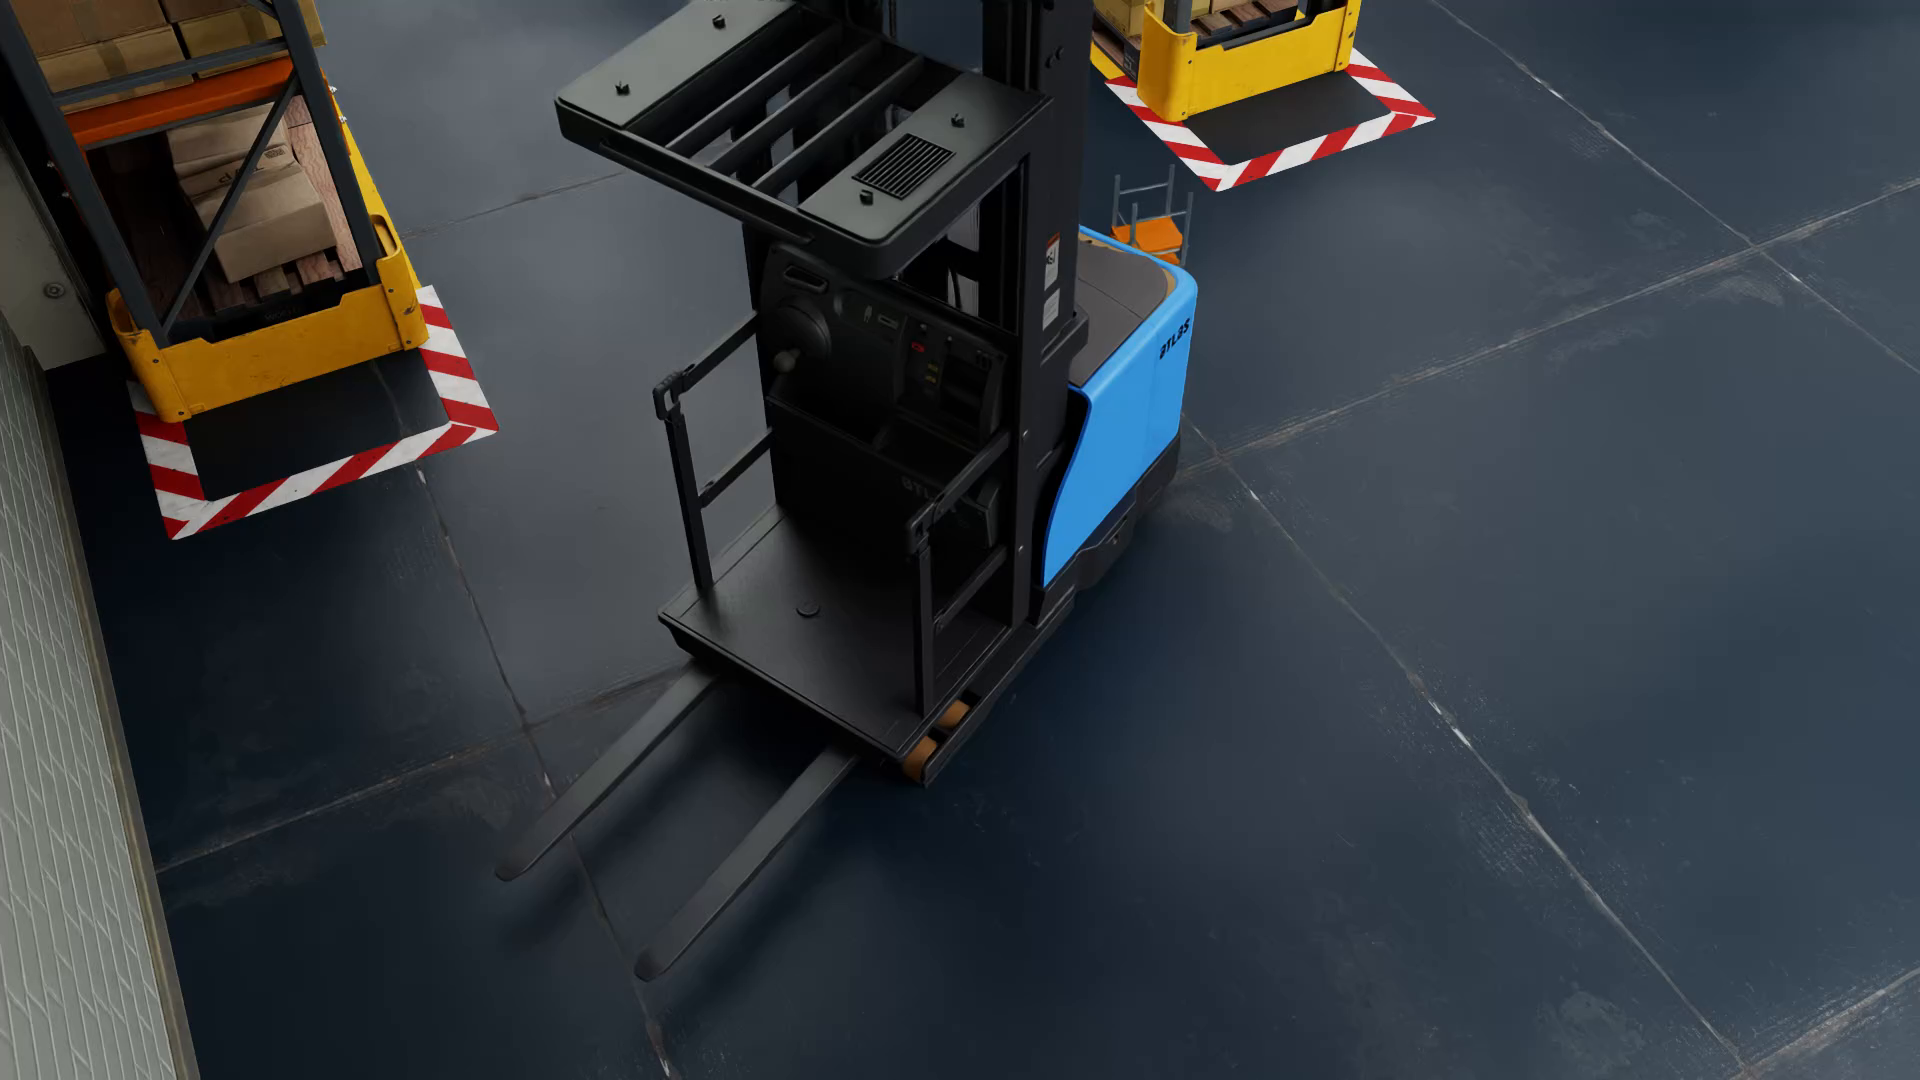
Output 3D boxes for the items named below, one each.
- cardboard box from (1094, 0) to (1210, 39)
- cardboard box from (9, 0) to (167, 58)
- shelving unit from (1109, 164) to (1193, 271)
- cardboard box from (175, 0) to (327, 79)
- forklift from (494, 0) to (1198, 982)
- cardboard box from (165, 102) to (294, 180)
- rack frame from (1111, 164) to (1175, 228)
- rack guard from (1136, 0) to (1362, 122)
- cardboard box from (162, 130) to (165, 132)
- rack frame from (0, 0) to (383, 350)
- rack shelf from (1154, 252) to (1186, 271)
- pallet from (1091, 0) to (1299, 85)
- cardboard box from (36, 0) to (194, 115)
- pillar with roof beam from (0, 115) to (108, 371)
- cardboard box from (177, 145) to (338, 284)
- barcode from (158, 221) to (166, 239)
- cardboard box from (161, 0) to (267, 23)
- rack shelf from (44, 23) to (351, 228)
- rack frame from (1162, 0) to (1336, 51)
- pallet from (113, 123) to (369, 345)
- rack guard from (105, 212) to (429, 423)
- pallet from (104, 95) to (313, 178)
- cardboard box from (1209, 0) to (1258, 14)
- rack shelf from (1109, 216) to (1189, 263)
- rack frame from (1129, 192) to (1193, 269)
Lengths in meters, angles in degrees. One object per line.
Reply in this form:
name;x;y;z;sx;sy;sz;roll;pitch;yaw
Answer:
cardboard box;0.978;-2.932;8.762;0.500;0.250;0.500;-21;52;-18
cardboard box;-3.322;-2.179;6.144;0.500;0.500;0.500;-22;52;-18
shelving unit;0.728;-0.930;6.657;0.258;1.200;0.189;-13;49;-11
cardboard box;-2.858;-2.126;6.596;0.500;0.250;0.500;-23;53;-19
forklift;-0.373;-0.526;5.155;1.130;2.935;3.031;28;54;22
cardboard box;-3.414;-1.868;7.778;0.500;0.311;0.500;-17;51;-15
rack frame;0.702;-0.995;6.715;0.240;1.200;0.006;-13;49;-11
rack guard;1.497;-2.603;8.587;1.175;0.500;0.348;-21;52;-18
cardboard box;-3.706;-2.439;8.151;0.700;0.500;0.500;-24;53;-20
rack frame;-2.917;-1.733;6.166;1.000;3.000;0.127;-21;52;-18
rack shelf;0.727;-1.060;6.511;0.258;0.103;0.180;-13;49;-11
pallet;1.099;-3.021;9.145;1.003;0.211;1.213;-21;52;-18
cardboard box;-3.303;-1.936;6.430;0.500;0.250;0.500;-20;52;-17
pillar with roof beam;-0.178;-5.361;5.353;9.100;9.000;0.400;-21;52;-18
cardboard box;-3.153;-1.487;7.444;0.500;0.311;0.500;-27;54;-21
barcode;-3.517;-1.364;7.331;0.001;0.075;0.075;-21;52;-18
cardboard box;-2.868;-2.360;6.302;0.500;0.500;0.500;-21;52;-17
rack shelf;-3.832;-2.835;7.607;1.077;0.370;4.000;-21;52;-18
rack frame;1.486;-3.442;7.660;1.000;3.000;0.127;-21;52;-18
pallet;-3.292;-1.422;7.746;1.003;0.211;1.213;-21;52;-18
rack guard;-2.952;-0.961;7.151;1.175;0.500;0.348;-21;52;-18
pallet;-3.846;-2.237;8.459;1.003;0.211;1.213;-21;52;-18
cardboard box;1.438;-3.110;8.918;0.500;0.250;0.500;-21;52;-18
rack shelf;0.726;-1.140;6.421;0.258;0.103;0.180;-13;49;-11
rack frame;0.755;-0.865;6.598;0.240;1.200;0.006;-13;49;-11
